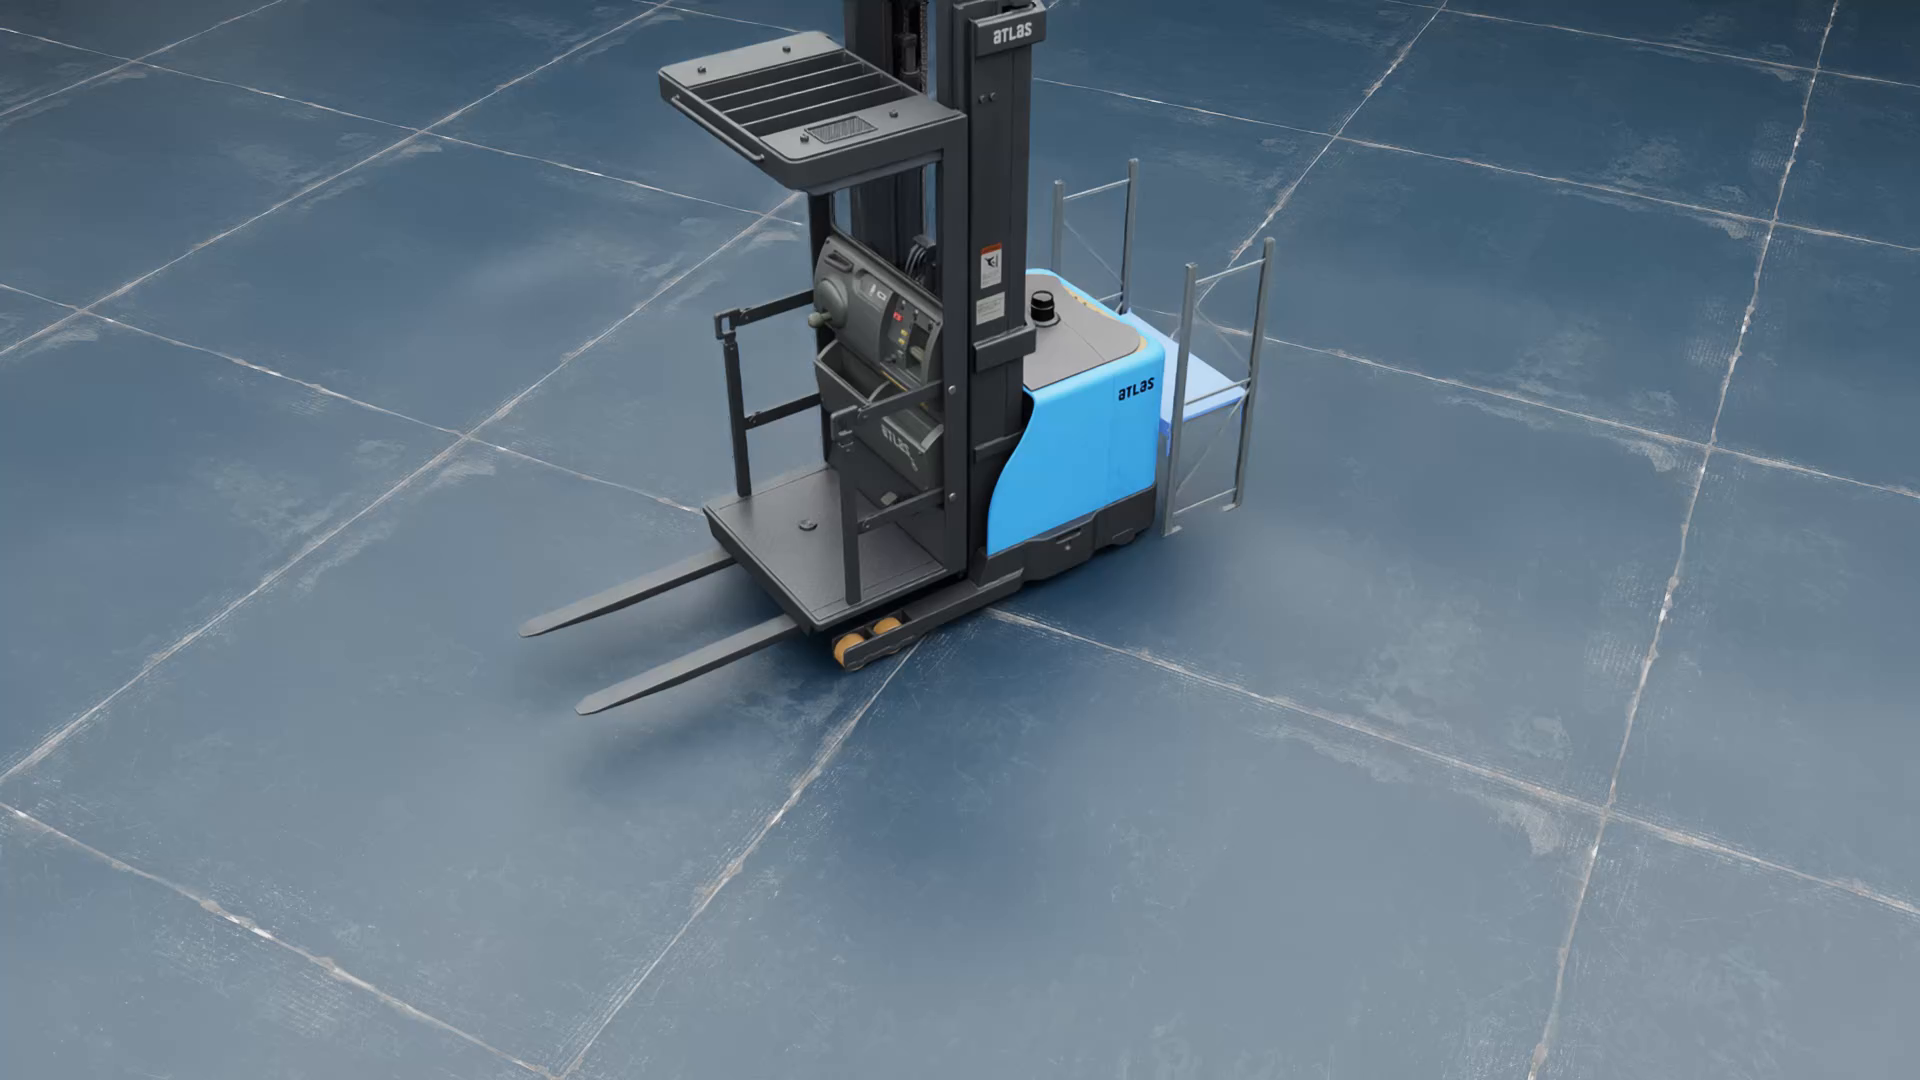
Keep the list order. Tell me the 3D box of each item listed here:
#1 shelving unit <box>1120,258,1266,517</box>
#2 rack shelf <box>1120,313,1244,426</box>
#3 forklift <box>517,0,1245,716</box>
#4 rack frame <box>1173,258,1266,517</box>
[{"bbox_3d":[0.960,-0.951,8.282,0.475,1.308,0.991,-21,42,-26],"label":"shelving unit"},{"bbox_3d":[0.948,-0.856,8.374,0.459,0.062,0.952,-21,42,-26],"label":"rack shelf"},{"bbox_3d":[-8.372,-1.285,6.987,16.863,3.598,10.237,-23,43,-27],"label":"forklift"},{"bbox_3d":[1.225,-0.703,7.955,0.475,1.308,0.013,-21,42,-26],"label":"rack frame"}]
